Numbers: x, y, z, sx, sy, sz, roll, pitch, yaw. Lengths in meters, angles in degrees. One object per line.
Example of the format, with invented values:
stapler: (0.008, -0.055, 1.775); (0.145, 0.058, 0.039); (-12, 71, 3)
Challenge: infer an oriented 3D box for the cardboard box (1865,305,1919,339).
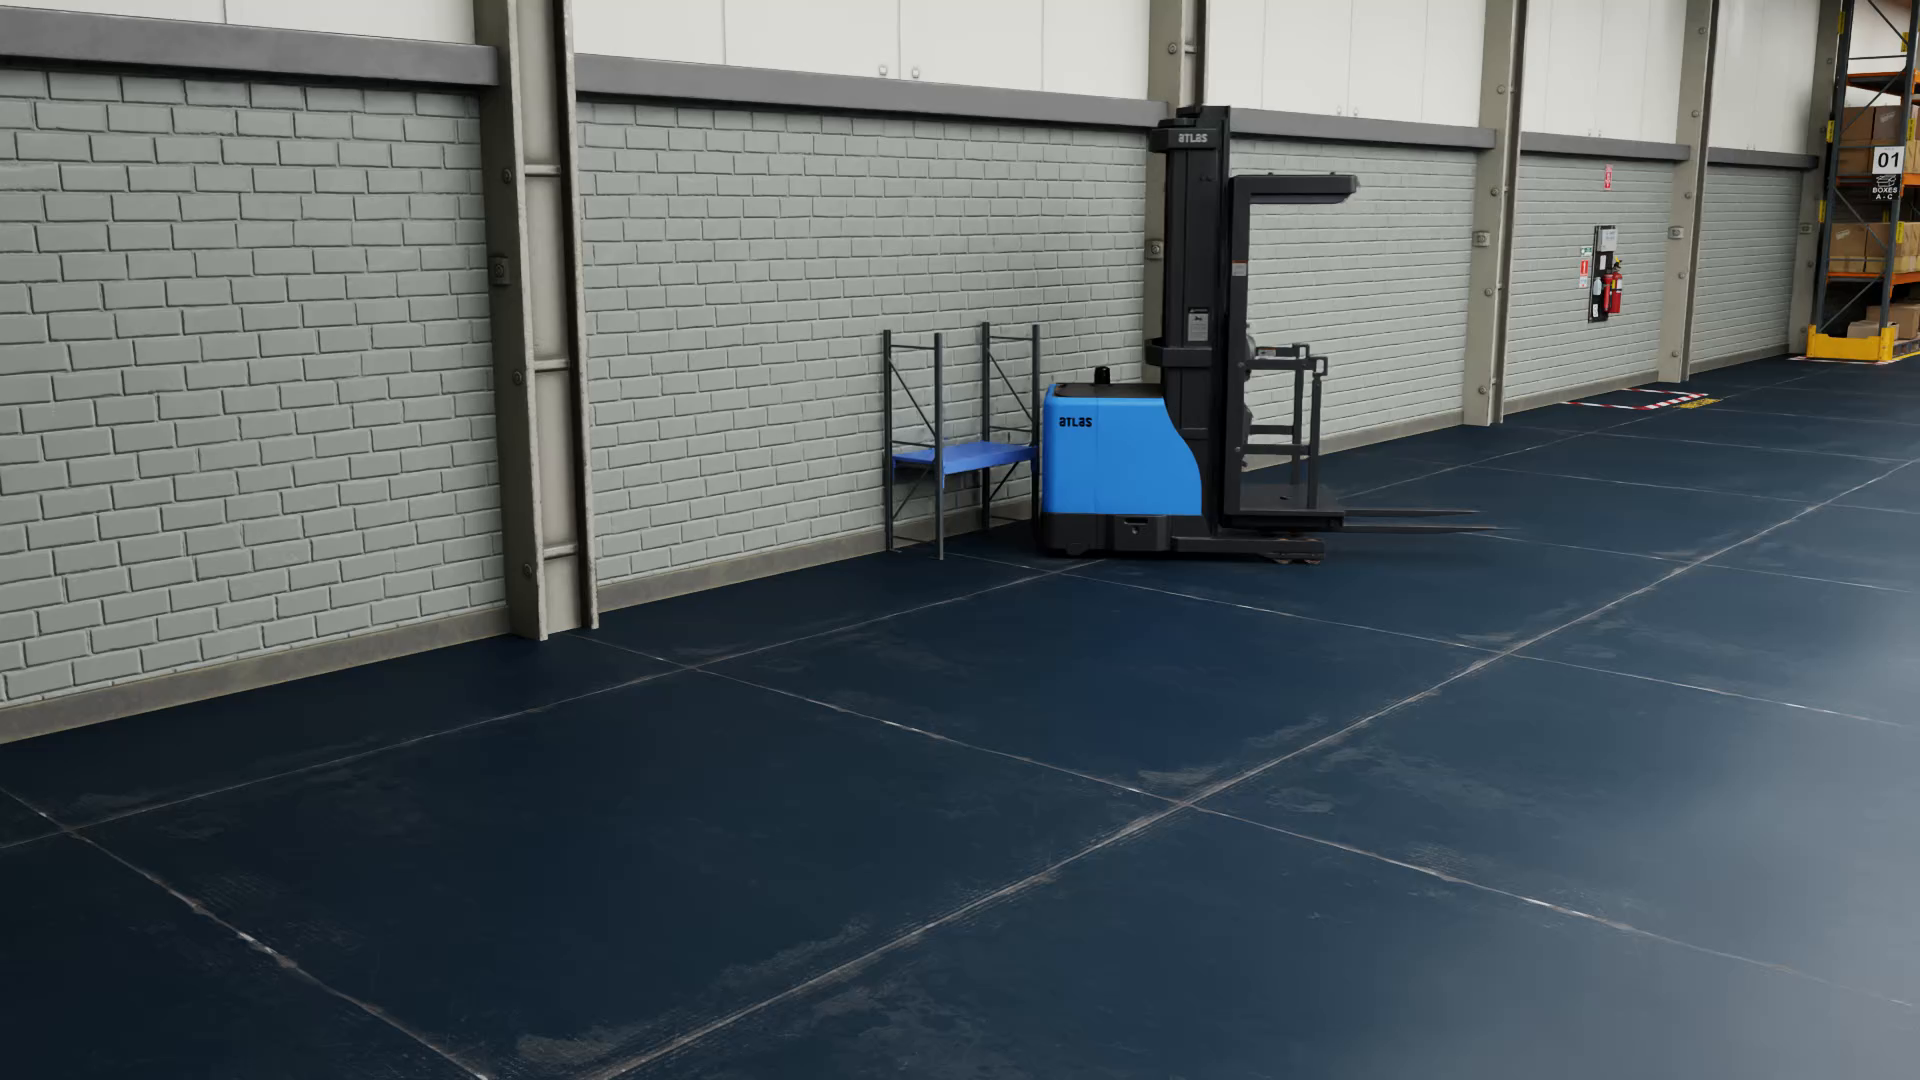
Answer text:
cardboard box: (15.198, -3.556, 27.117); (0.700, 0.500, 0.500); (9, 14, 37)

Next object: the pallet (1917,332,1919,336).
pallet: (15.999, -3.409, 28.238); (1.003, 0.211, 1.213); (10, 15, 40)

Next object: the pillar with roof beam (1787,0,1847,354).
pillar with roof beam: (16.822, -6.891, 23.237); (9.100, 9.000, 0.400); (10, 15, 40)

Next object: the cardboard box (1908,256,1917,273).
cardboard box: (14.668, -4.336, 26.094); (0.500, 0.250, 0.500); (9, 15, 39)

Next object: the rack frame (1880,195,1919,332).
rack frame: (16.416, -4.879, 28.482); (1.000, 3.000, 0.127); (10, 15, 40)

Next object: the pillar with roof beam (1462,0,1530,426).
pillar with roof beam: (8.900, -5.125, 14.398); (9.100, 9.000, 0.400); (10, 15, 40)

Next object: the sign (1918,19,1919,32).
sign: (14.183, -7.659, 24.498); (0.100, 0.325, 0.005); (10, 15, 40)

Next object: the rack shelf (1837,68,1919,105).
rack shelf: (15.096, -7.173, 26.492); (1.077, 0.370, 4.000); (10, 15, 40)

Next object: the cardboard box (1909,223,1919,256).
cardboard box: (14.650, -4.698, 25.990); (0.500, 0.500, 0.500); (10, 15, 41)

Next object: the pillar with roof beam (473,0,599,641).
pillar with roof beam: (0.979, -3.360, 5.558); (9.100, 9.000, 0.400); (10, 15, 40)

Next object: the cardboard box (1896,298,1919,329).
cardboard box: (16.889, -3.980, 29.237); (0.700, 0.500, 0.500); (10, 15, 42)

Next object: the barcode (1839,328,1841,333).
barcode: (14.011, -3.337, 26.479); (0.001, 0.075, 0.075); (10, 15, 40)

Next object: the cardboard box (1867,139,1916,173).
cardboard box: (14.184, -5.837, 25.315); (0.500, 0.500, 0.500); (10, 15, 42)

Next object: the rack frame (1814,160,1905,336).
rack frame: (13.775, -4.291, 25.536); (1.000, 3.000, 0.127); (10, 15, 40)

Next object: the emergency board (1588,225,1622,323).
emergency board: (7.967, -3.264, 20.396); (0.194, 1.169, 0.643); (10, 15, 40)

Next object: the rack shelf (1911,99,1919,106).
rack shelf: (17.736, -7.567, 29.477); (1.077, 0.370, 4.000); (10, 15, 40)

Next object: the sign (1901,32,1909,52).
sign: (15.995, -8.428, 28.143); (0.100, 0.325, 0.005); (10, 15, 40)

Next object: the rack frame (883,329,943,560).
rack frame: (-0.311, -0.634, 11.050); (0.500, 1.500, 0.032); (9, 15, 40)

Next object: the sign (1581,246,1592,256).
sign: (7.534, -3.473, 19.998); (0.001, 0.109, 0.331); (10, 15, 40)

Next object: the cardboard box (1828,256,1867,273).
cardboard box: (13.938, -4.321, 26.018); (0.500, 0.250, 0.500); (10, 15, 41)

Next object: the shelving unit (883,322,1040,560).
shelving unit: (0.024, -0.708, 11.425); (0.538, 1.500, 1.048); (9, 15, 40)

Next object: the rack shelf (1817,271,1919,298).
rack shelf: (15.096, -4.232, 27.079); (1.077, 0.370, 4.000); (10, 15, 40)

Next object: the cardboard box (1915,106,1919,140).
cardboard box: (14.581, -6.403, 25.596); (0.500, 0.500, 0.500); (10, 15, 40)

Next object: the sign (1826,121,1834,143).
sign: (13.372, -6.271, 25.529); (0.100, 0.325, 0.005); (10, 15, 40)

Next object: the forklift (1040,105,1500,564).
forklift: (2.080, -1.387, 11.171); (3.031, 2.935, 1.130); (1, 11, 5)

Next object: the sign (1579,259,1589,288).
sign: (7.525, -3.214, 20.052); (0.001, 0.329, 0.234); (10, 15, 40)

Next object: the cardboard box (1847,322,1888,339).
cardboard box: (14.300, -3.278, 26.207); (0.500, 0.311, 0.500); (8, 14, 34)

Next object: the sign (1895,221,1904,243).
sign: (14.183, -4.645, 25.100); (0.100, 0.325, 0.005); (10, 15, 40)
